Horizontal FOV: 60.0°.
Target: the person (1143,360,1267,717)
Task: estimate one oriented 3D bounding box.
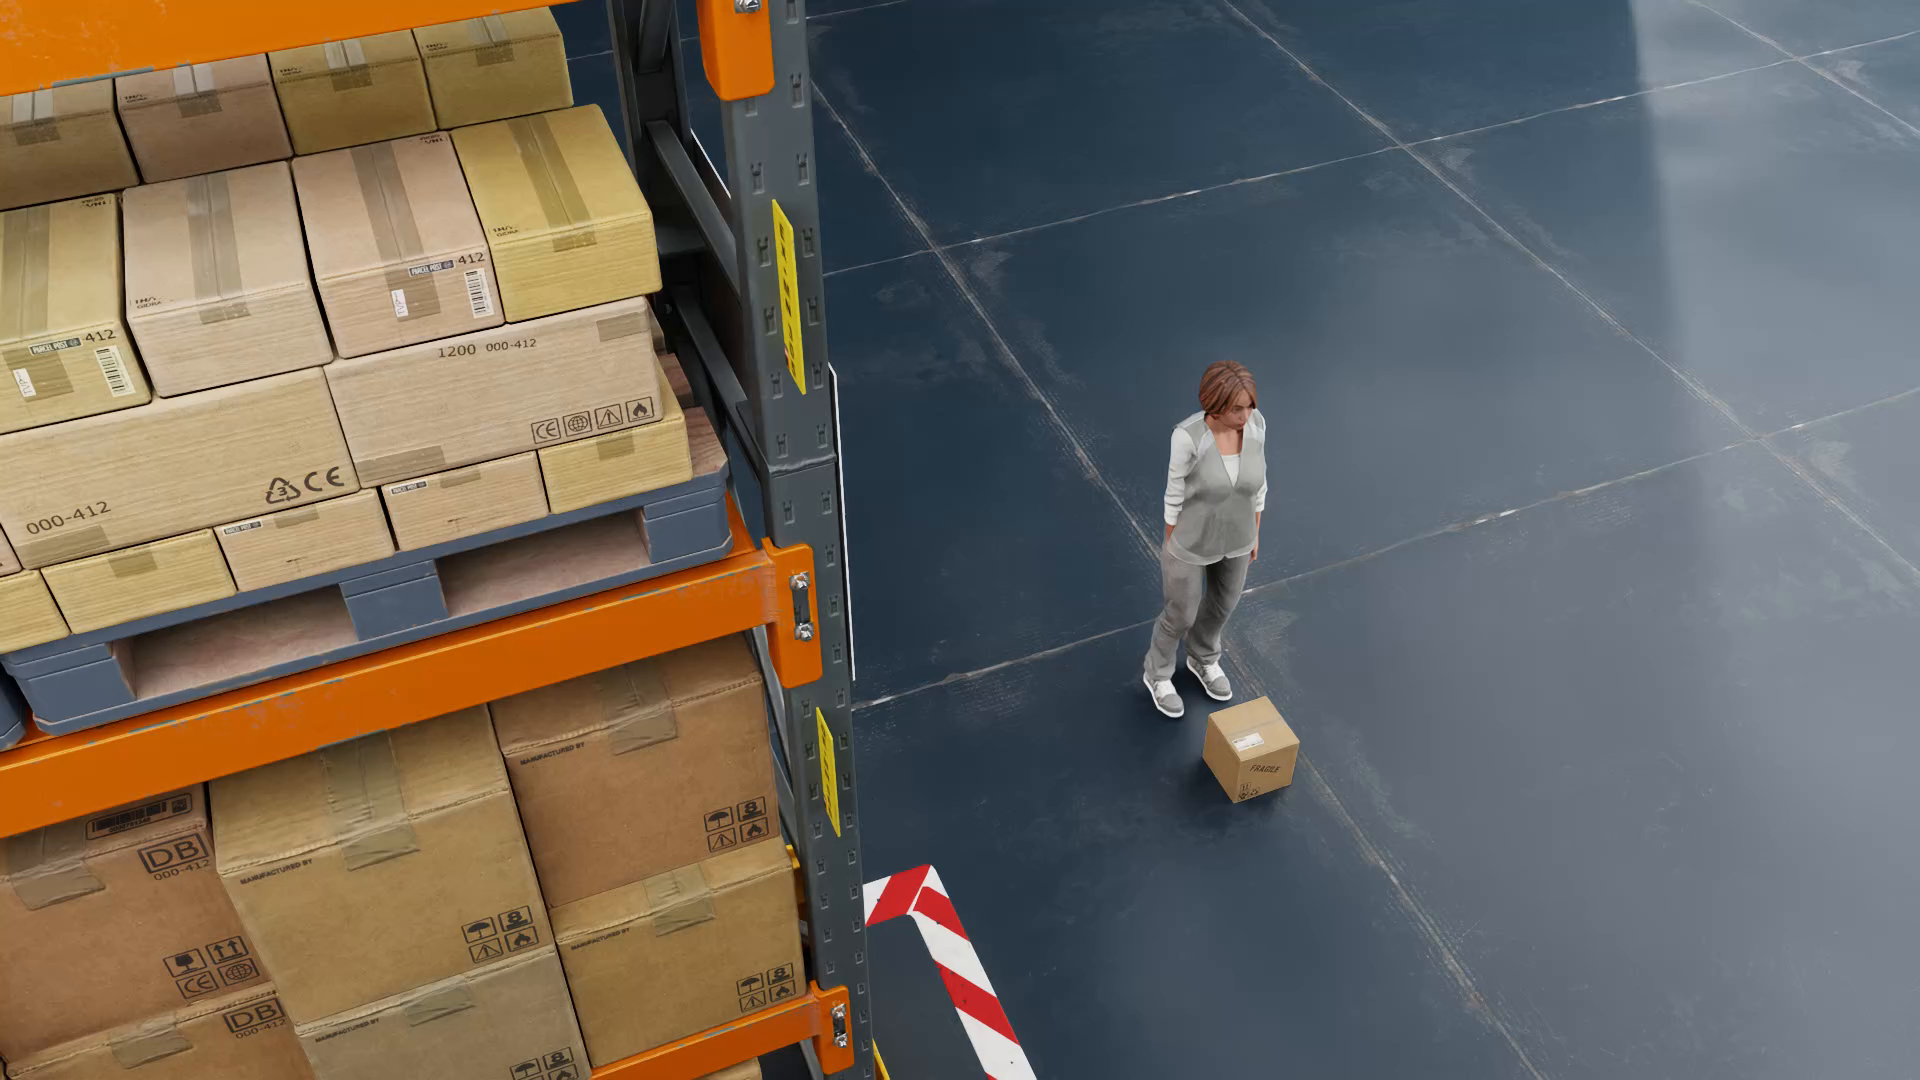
[{"bbox_3d":[0.931,0.001,6.170,0.406,1.596,0.310,-15,44,-15],"label":"person"}]
